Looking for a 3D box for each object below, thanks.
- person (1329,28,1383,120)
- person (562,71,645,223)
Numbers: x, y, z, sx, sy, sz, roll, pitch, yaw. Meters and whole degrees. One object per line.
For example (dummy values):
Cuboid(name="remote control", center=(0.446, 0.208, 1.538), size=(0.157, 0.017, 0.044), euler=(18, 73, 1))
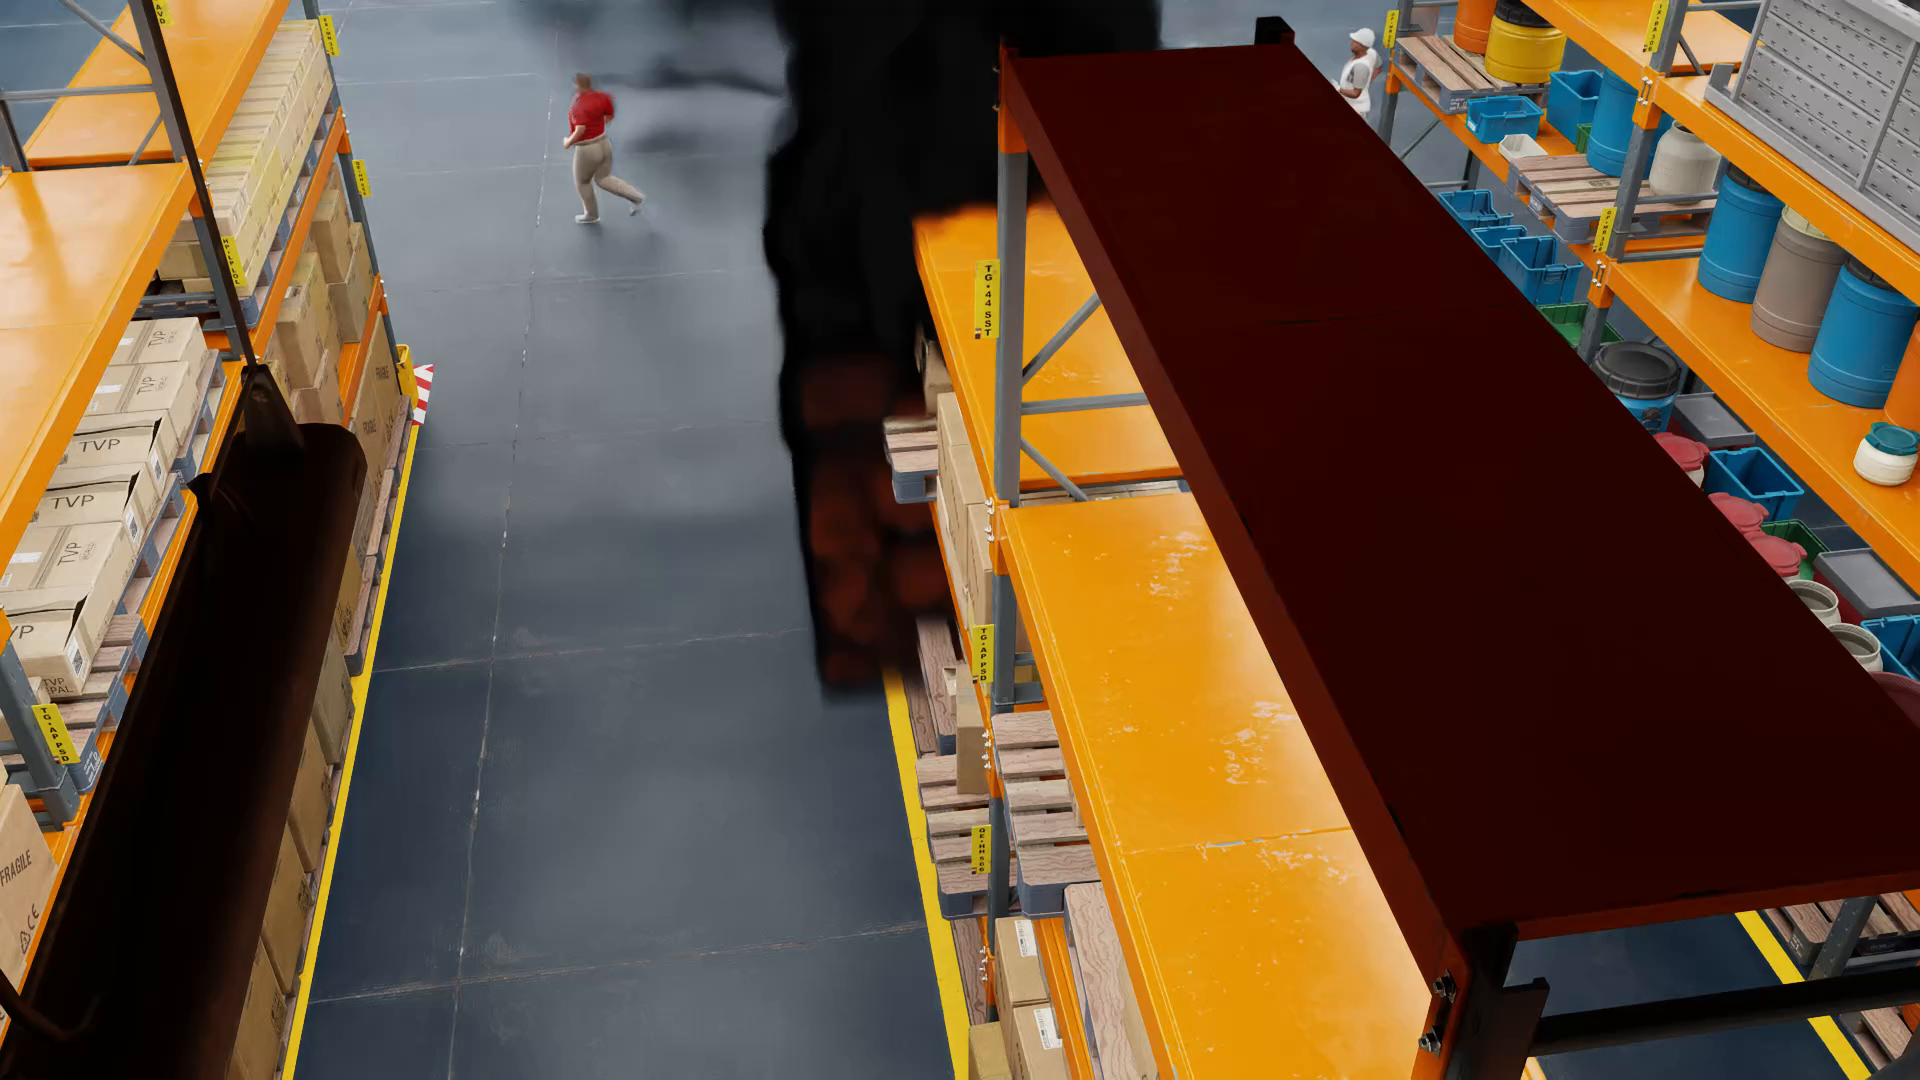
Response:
Cuboid(name="person", center=(4.358, -4.790, 18.488), size=(0.757, 1.830, 0.654), euler=(5, 37, 7))
Cuboid(name="person", center=(-3.853, -4.110, 17.640), size=(0.834, 1.723, 0.670), euler=(18, 40, 22))
